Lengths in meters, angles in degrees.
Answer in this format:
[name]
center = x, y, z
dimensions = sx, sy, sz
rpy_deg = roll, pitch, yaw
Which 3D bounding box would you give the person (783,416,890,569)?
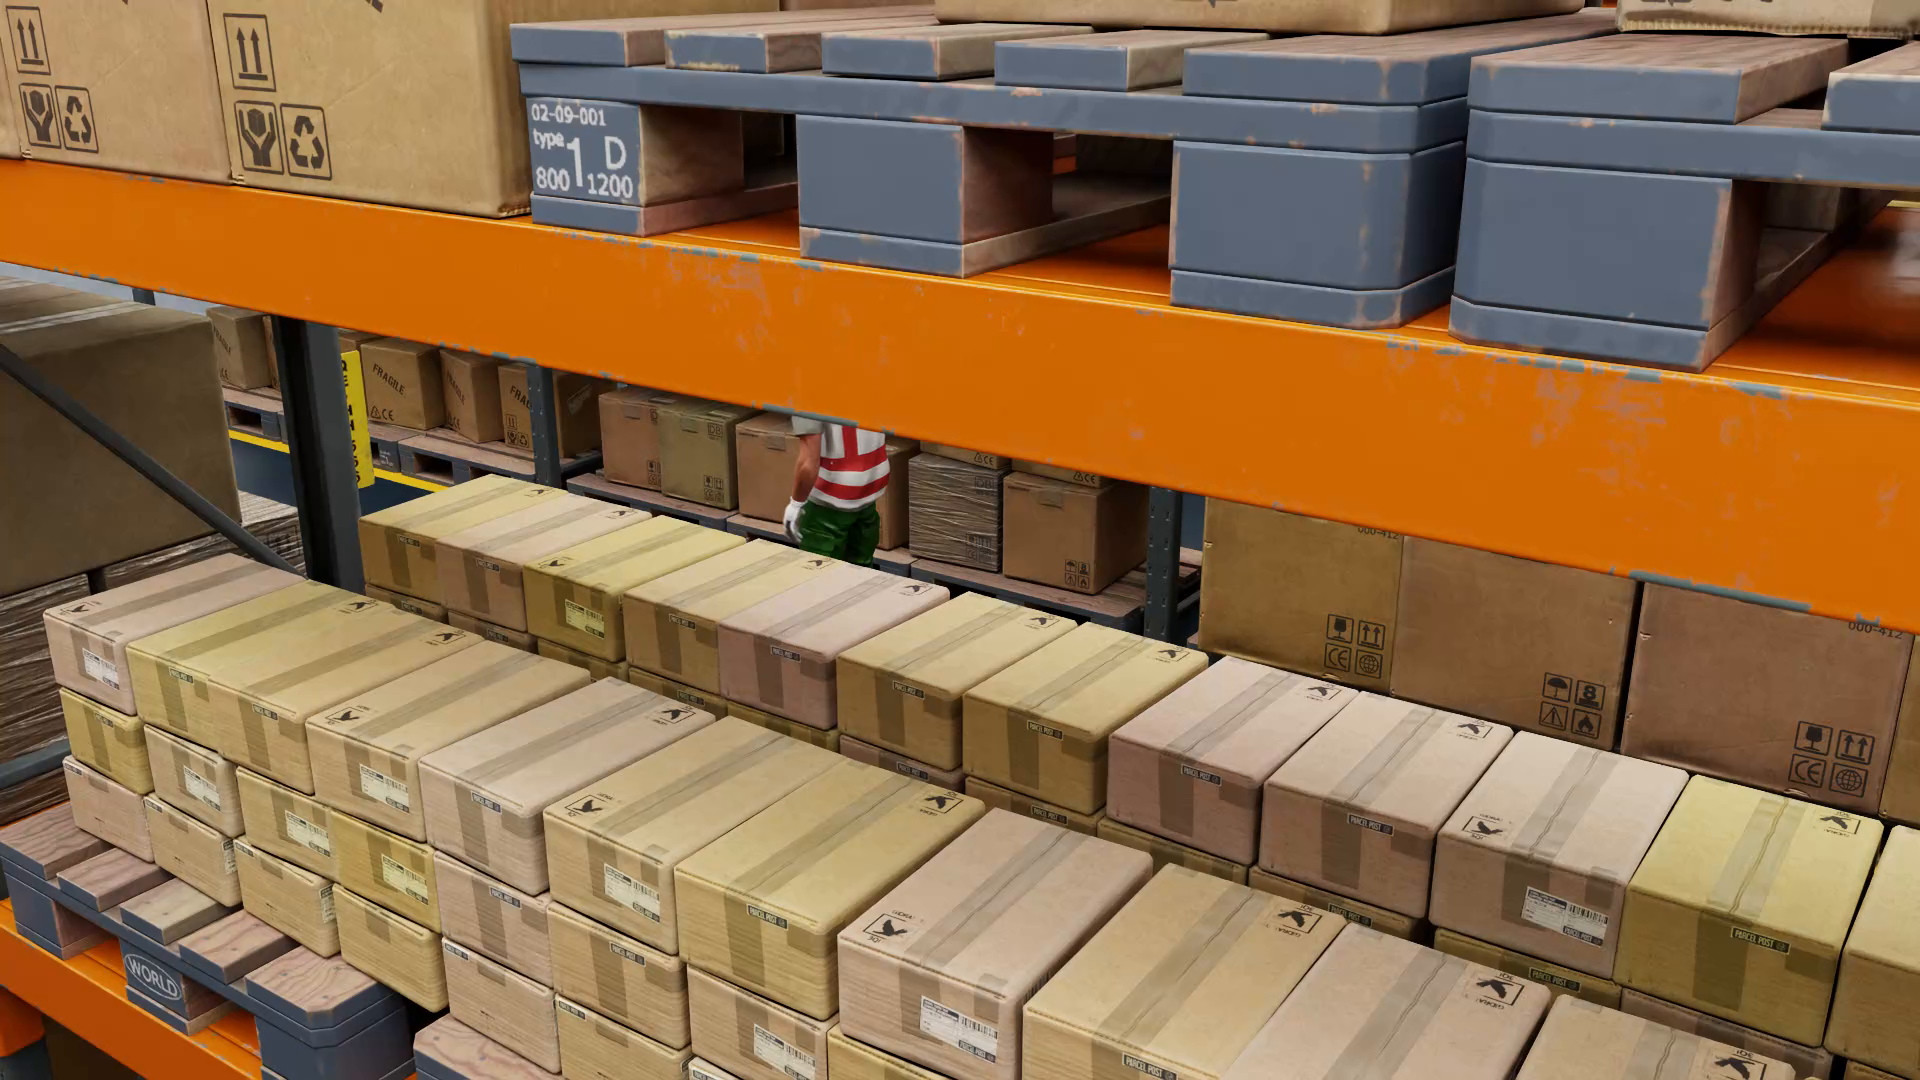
[person]
center = -0.540, -0.202, 7.113
dimensions = 0.446, 1.780, 0.620
rpy_deg = 11, 23, 29
